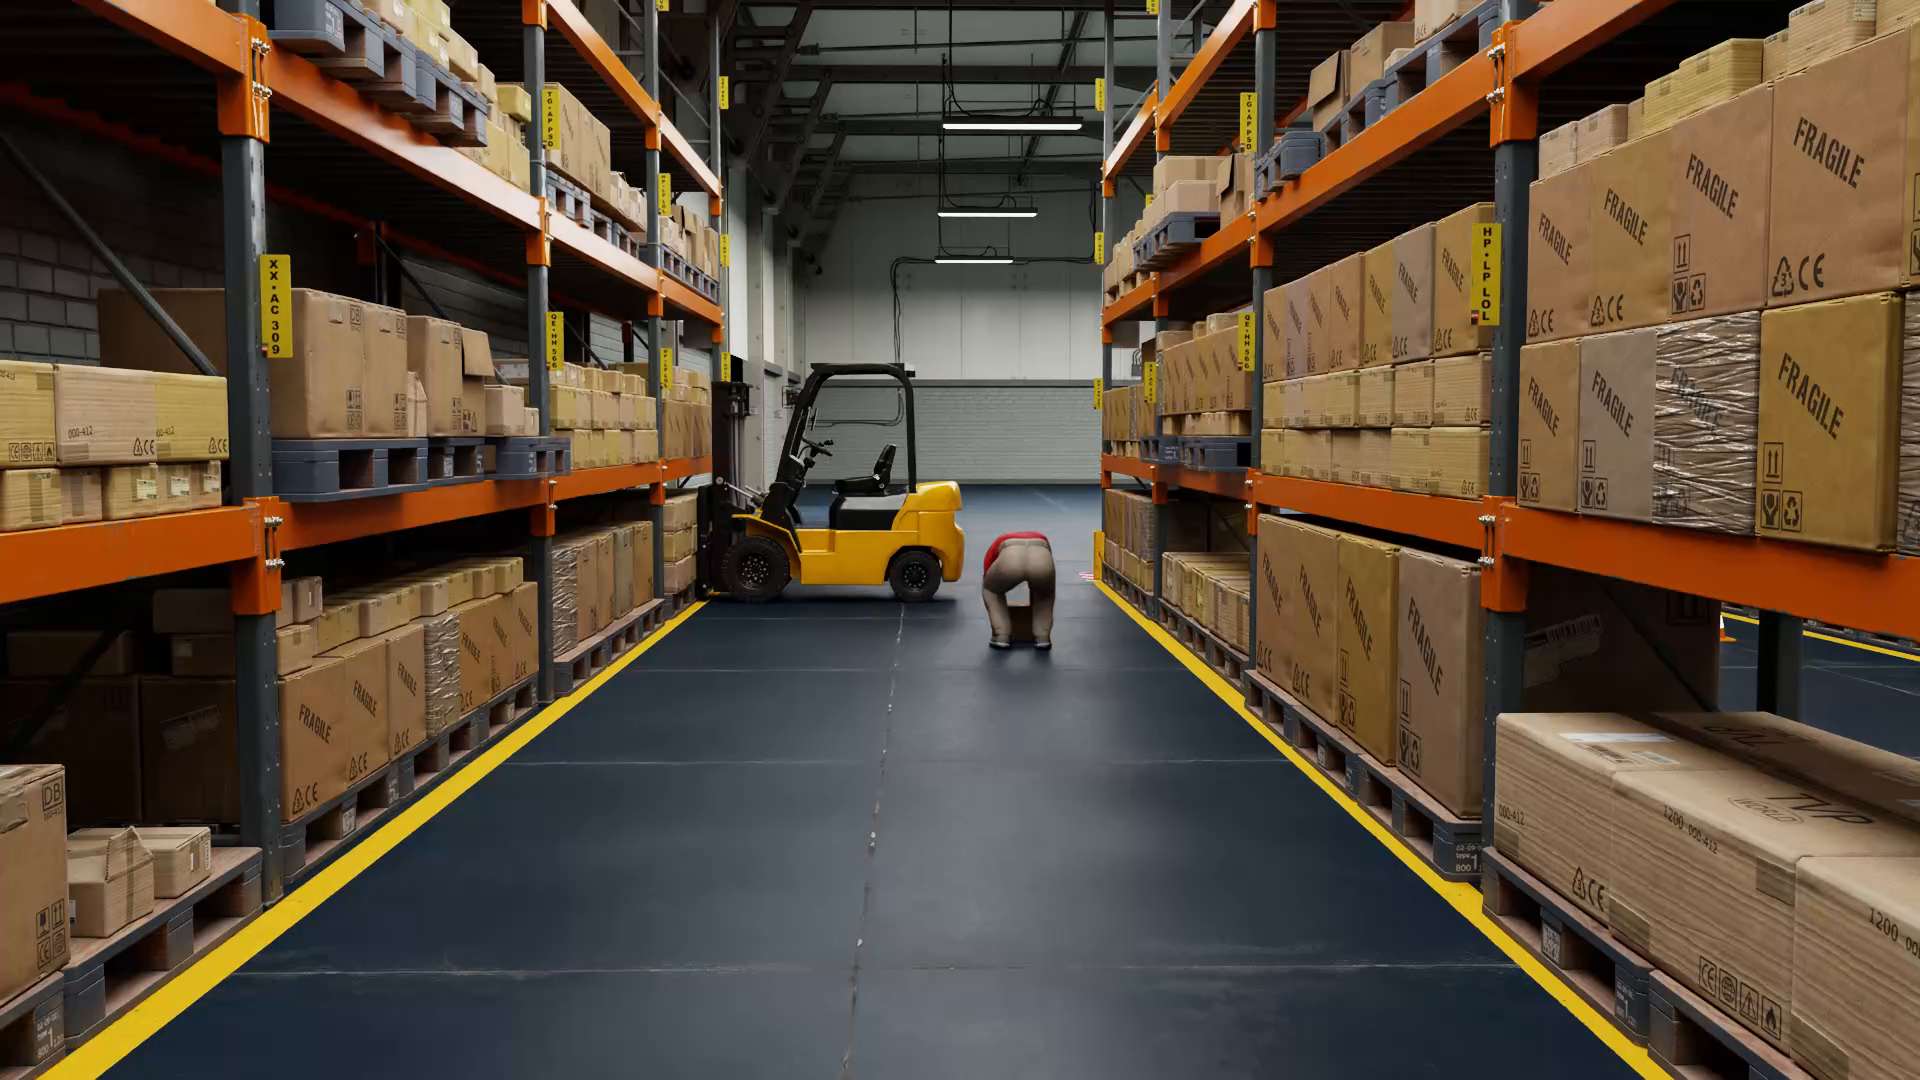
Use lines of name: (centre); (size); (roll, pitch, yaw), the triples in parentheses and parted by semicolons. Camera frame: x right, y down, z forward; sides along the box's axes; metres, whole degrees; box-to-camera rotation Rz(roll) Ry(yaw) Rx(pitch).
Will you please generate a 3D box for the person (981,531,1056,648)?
person: (0.426, 0.351, 12.040); (0.545, 0.845, 0.957); (0, 4, -3)
